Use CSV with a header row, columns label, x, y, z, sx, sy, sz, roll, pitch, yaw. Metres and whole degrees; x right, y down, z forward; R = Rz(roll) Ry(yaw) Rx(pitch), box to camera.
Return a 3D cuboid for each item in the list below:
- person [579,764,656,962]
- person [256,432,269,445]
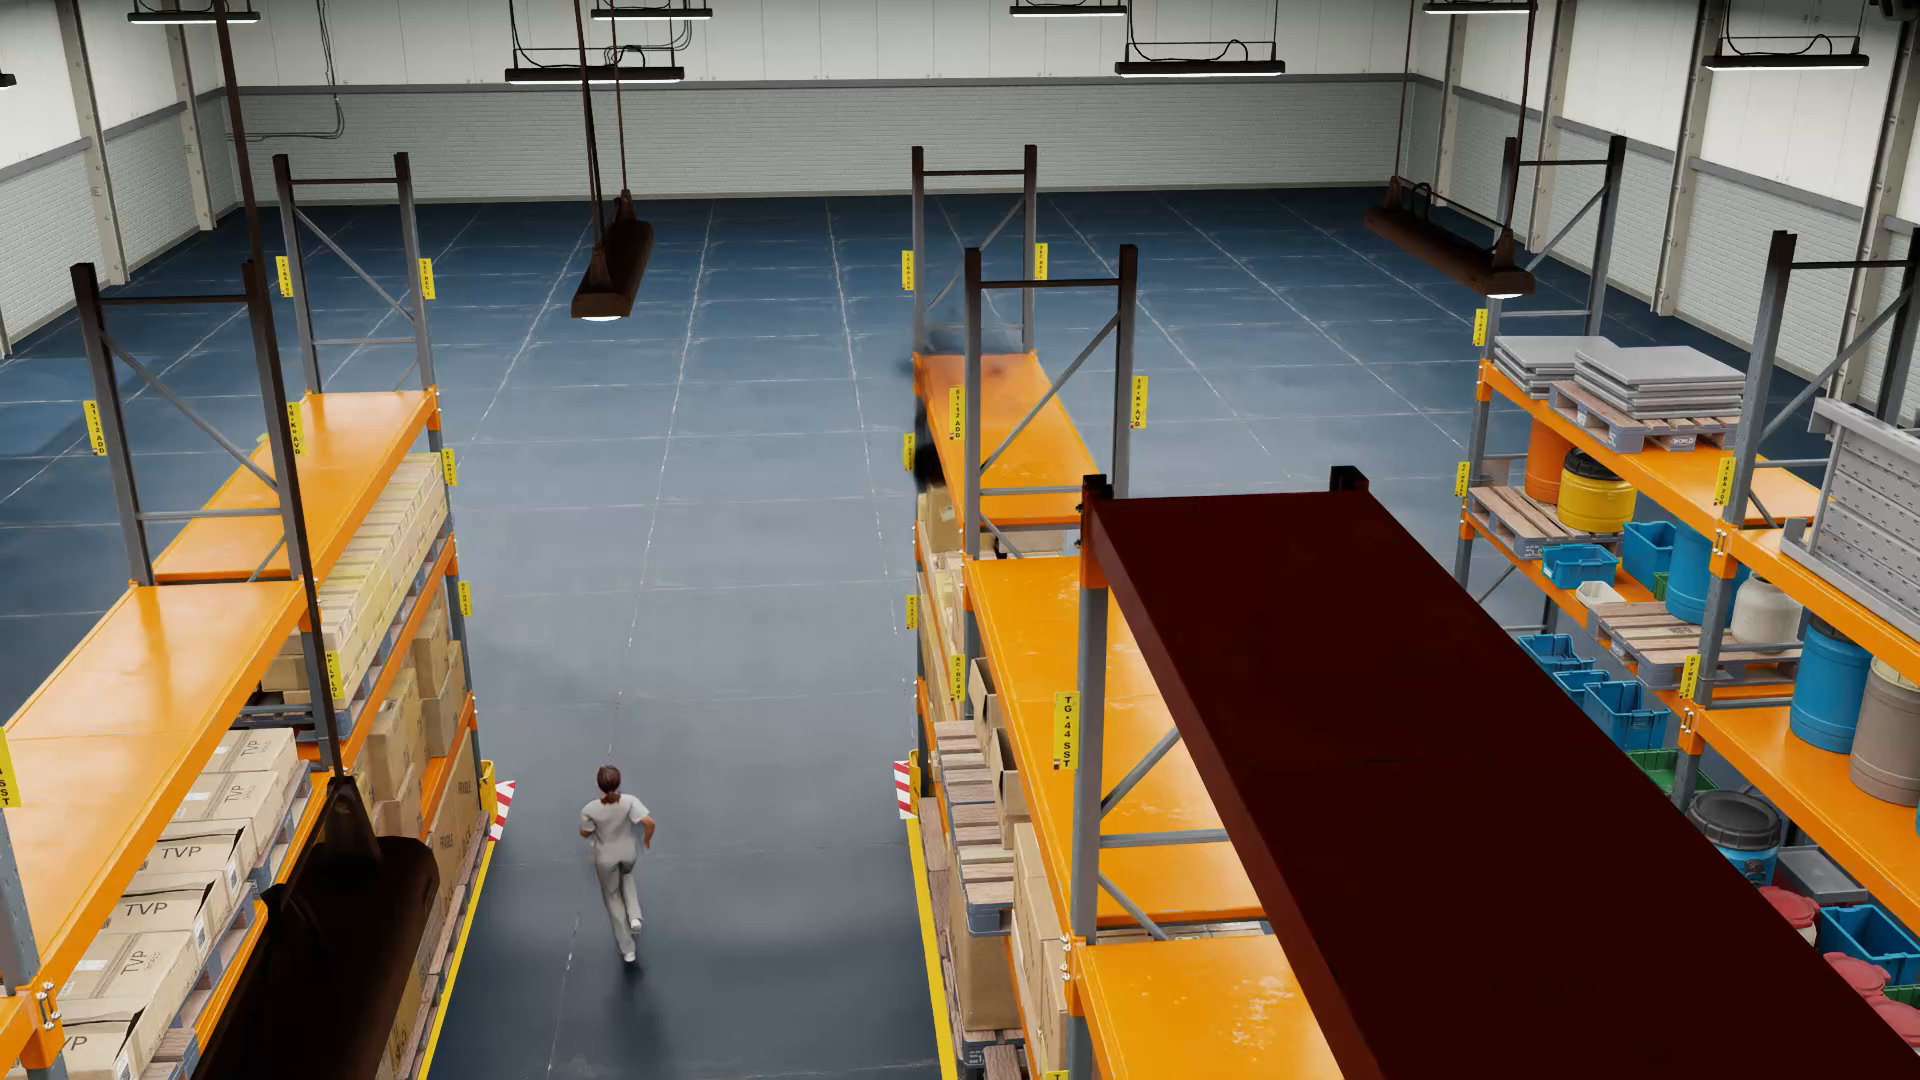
label,x,y,z,sx,sy,sz,roll,pitch,yaw
person,-2.699,2.484,13.093,0.537,1.659,0.670,-10,24,-24
person,-8.387,-0.476,20.448,0.968,1.773,0.700,17,27,37
